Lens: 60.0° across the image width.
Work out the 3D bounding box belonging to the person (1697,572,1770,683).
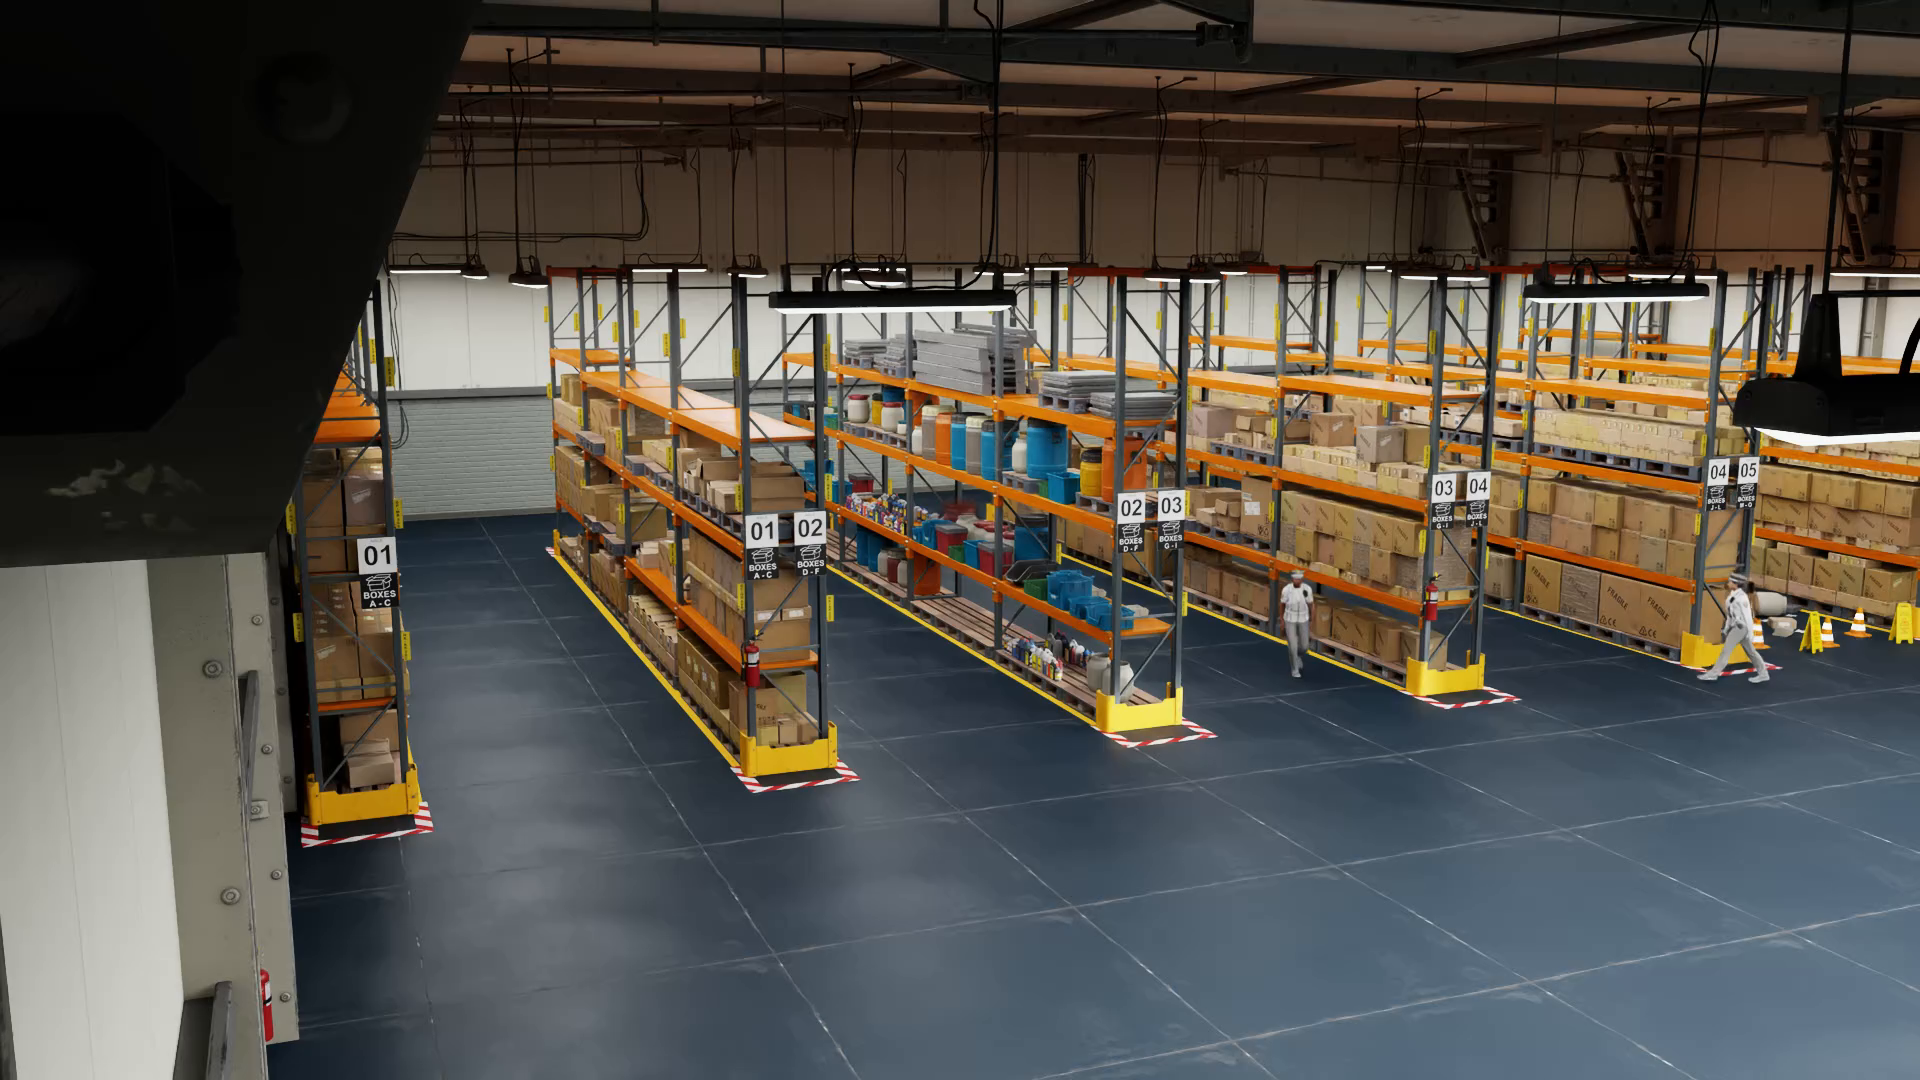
[{"bbox_3d":[11.444,1.274,24.497,0.987,1.613,0.520,4,11,20],"label":"person"}]

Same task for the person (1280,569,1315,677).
[{"bbox_3d":[5.058,1.210,25.004,0.507,1.655,0.594,1,10,3],"label":"person"}]
